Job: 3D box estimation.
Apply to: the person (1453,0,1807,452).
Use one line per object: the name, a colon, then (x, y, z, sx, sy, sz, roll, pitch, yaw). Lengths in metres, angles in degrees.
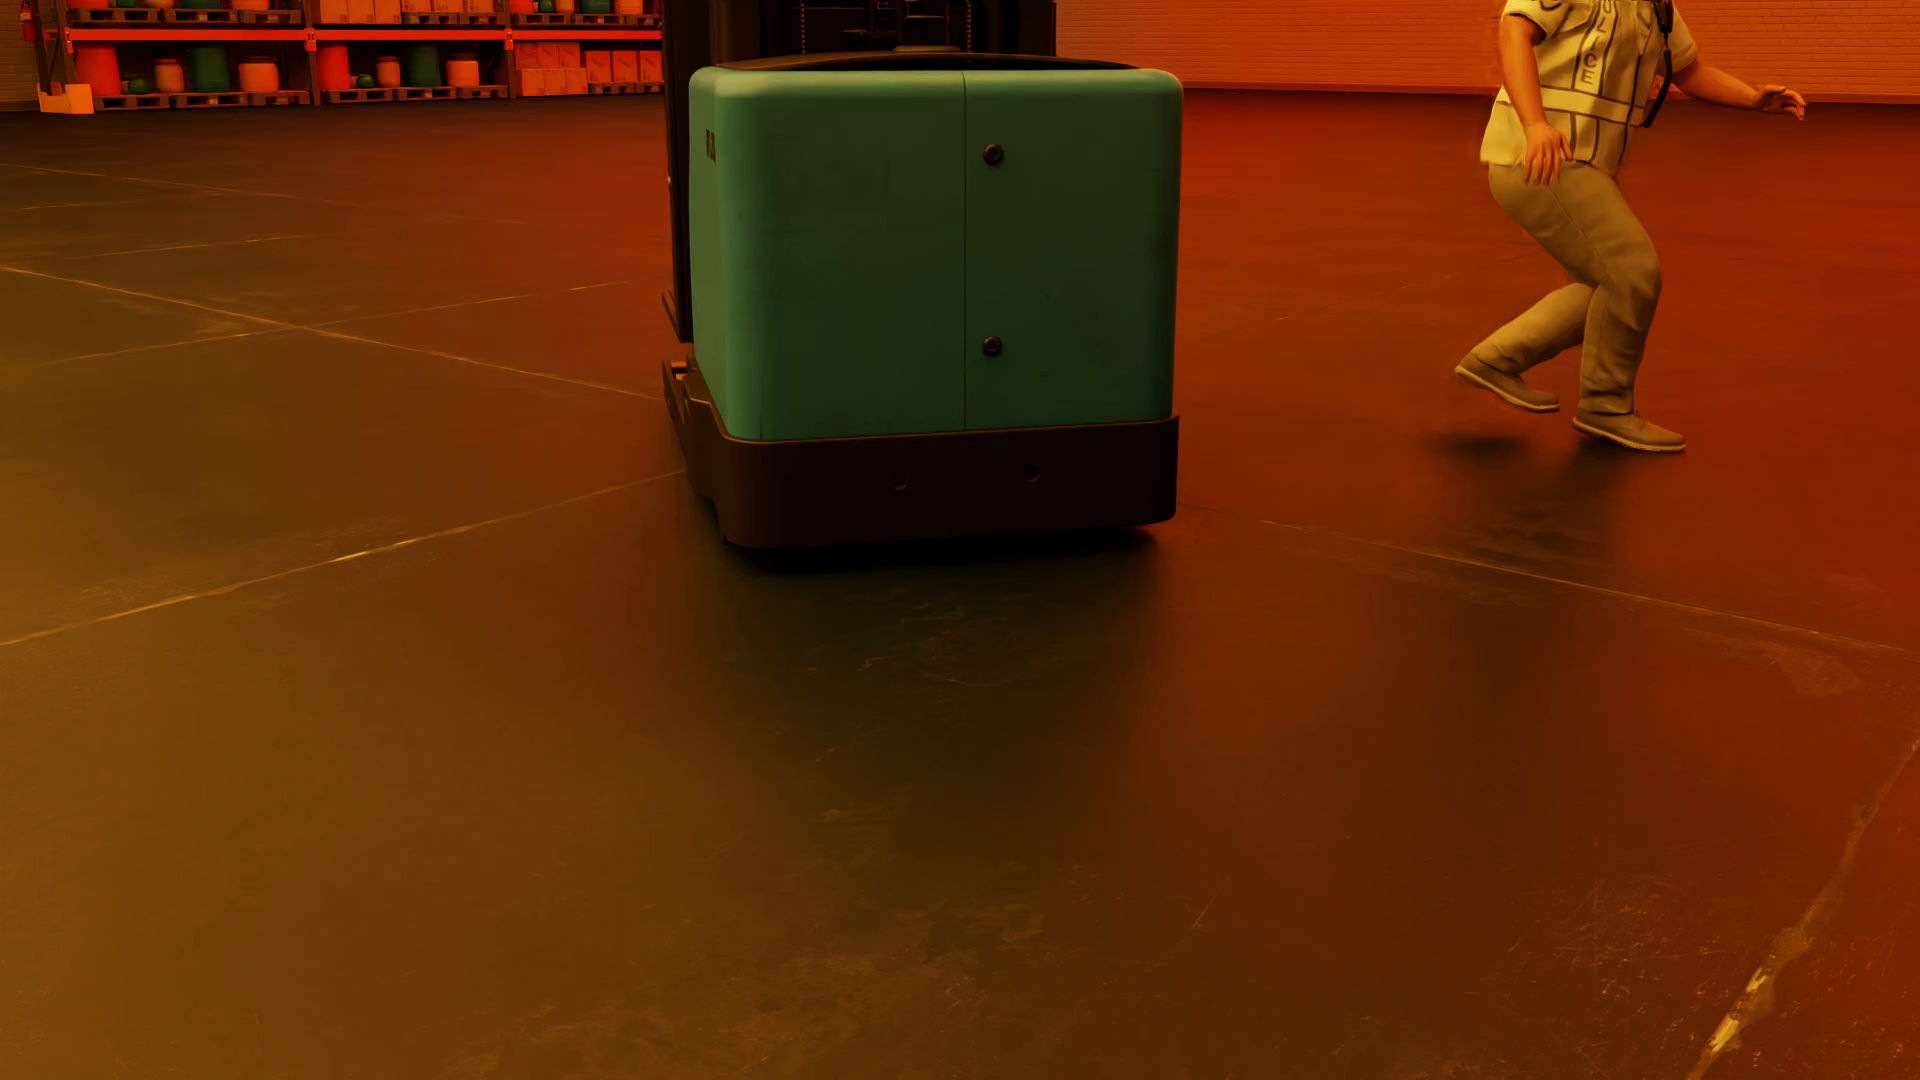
person: (1.836, -1.059, 4.646, 0.864, 1.636, 0.886, 13, 21, 36)

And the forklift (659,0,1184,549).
forklift: (-0.328, -1.769, 4.723, 1.130, 2.935, 3.031, -4, 17, -13)
